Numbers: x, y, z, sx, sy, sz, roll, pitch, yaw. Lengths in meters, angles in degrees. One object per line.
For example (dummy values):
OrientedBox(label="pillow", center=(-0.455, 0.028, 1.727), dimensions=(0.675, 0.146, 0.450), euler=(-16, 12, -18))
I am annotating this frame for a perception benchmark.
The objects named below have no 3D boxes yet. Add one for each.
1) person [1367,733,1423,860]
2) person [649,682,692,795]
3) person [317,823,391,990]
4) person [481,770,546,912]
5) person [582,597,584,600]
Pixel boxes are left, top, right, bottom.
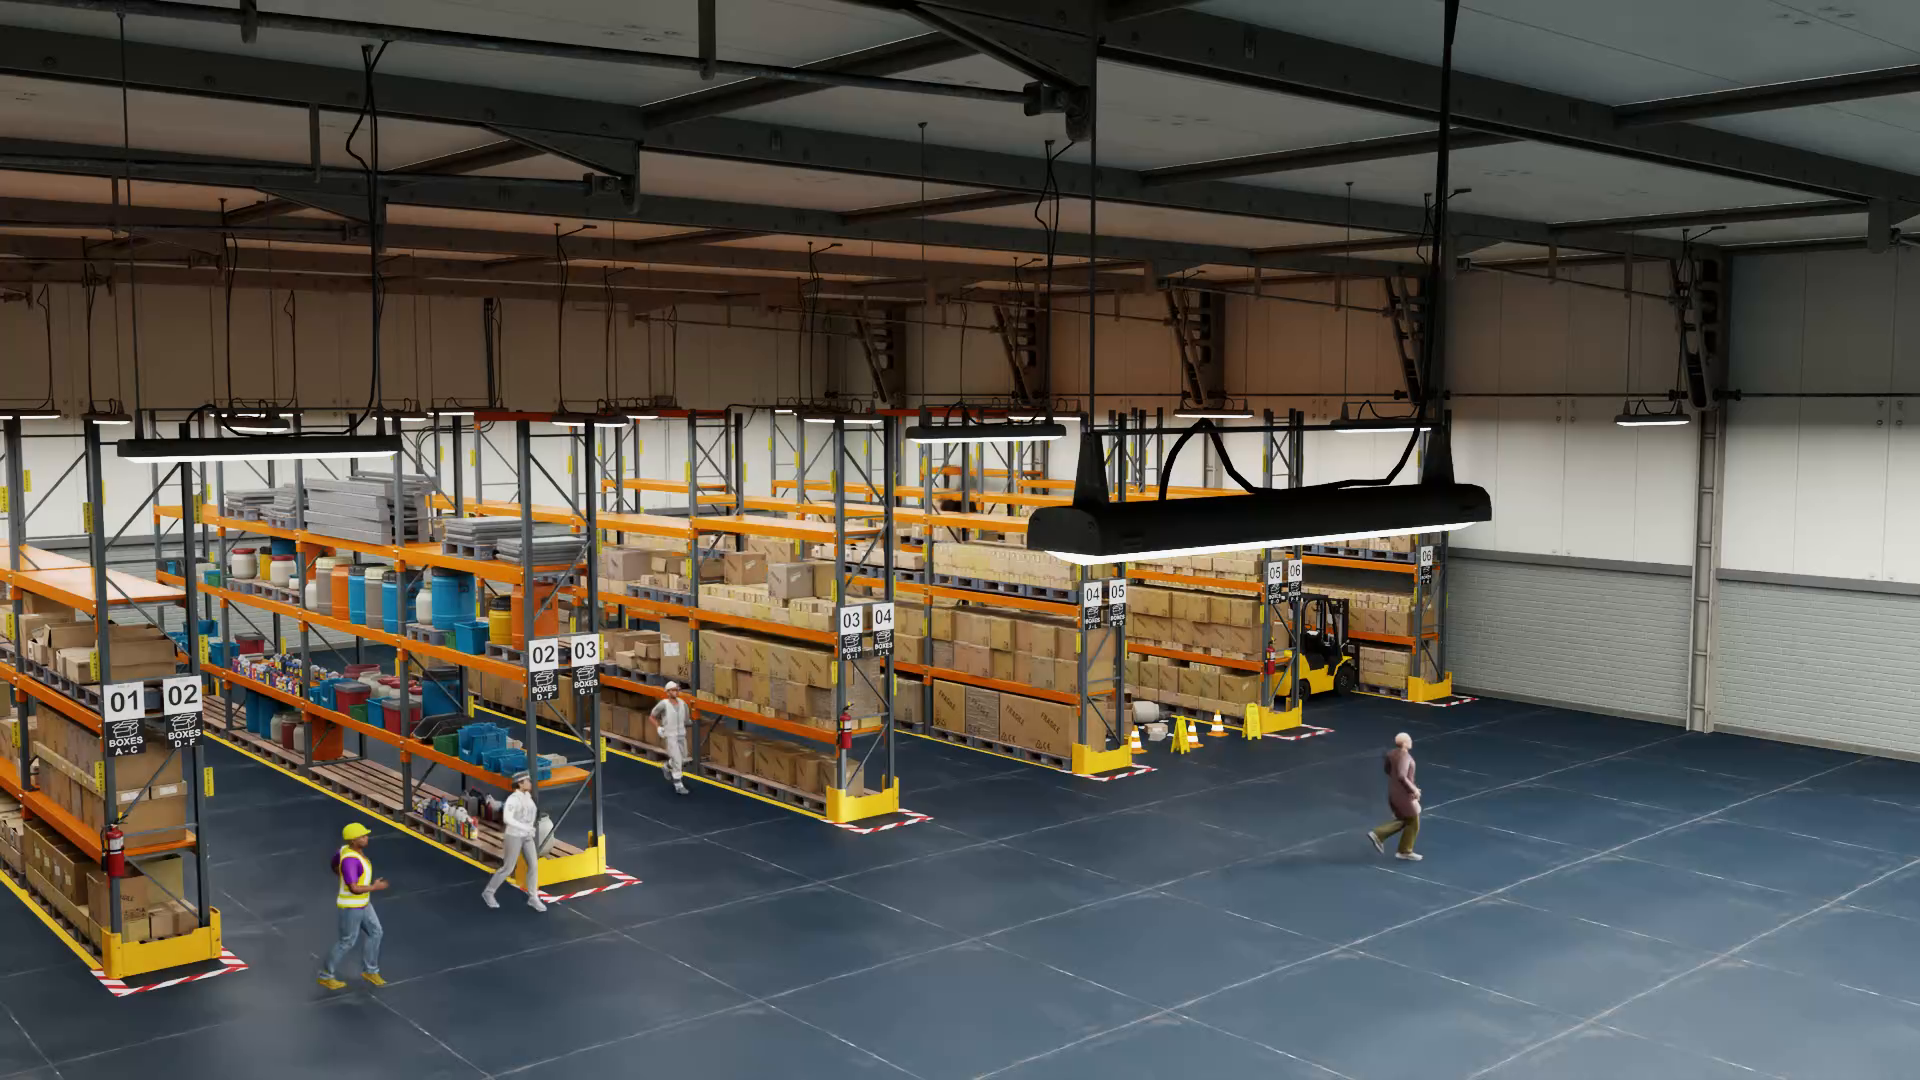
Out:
OrientedBox(label="person", center=(5.937, 3.486, 22.567), dimensions=(0.741, 1.758, 0.727), euler=(-1, 5, -8))
OrientedBox(label="person", center=(-4.571, 3.129, 26.474), dimensions=(0.669, 1.761, 0.876), euler=(-5, 7, -43))
OrientedBox(label="person", center=(-6.429, 3.908, 17.647), dimensions=(0.774, 1.839, 0.717), euler=(-1, 5, -12))
OrientedBox(label="person", center=(-5.419, 3.682, 20.528), dimensions=(0.828, 1.695, 0.673), euler=(1, 5, 16))
OrientedBox(label="person", center=(-9.425, 2.010, 40.616), dimensions=(0.621, 1.518, 0.460), euler=(5, 7, 43))
